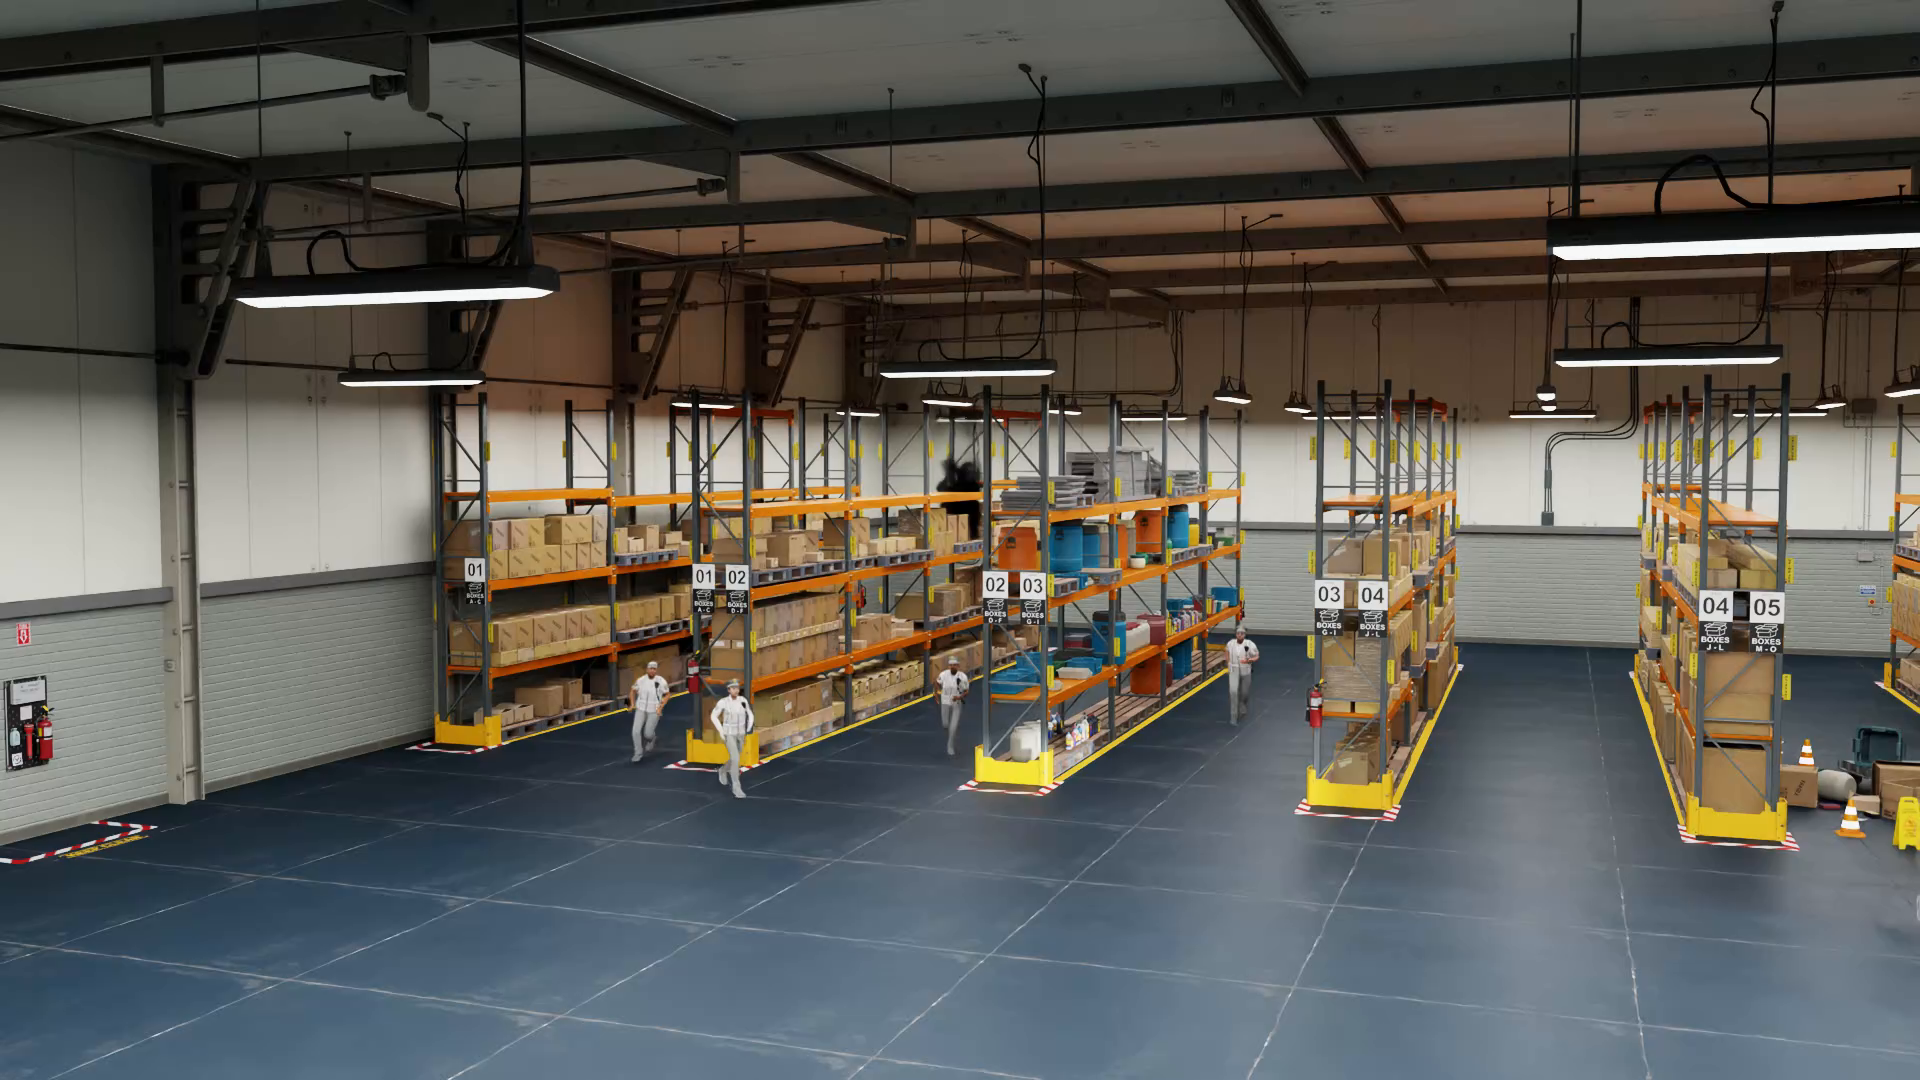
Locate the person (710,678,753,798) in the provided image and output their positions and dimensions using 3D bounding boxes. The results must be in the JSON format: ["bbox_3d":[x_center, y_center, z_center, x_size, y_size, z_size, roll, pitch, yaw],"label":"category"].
[{"bbox_3d":[-3.318,2.850,24.274,0.619,1.708,0.843,-2,4,-37],"label":"person"}]

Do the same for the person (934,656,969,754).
[{"bbox_3d":[-0.147,2.736,27.552,0.615,1.638,0.643,1,3,9],"label":"person"}]

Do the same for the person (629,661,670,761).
[{"bbox_3d":[-5.060,2.775,27.087,0.641,1.622,0.552,0,3,5],"label":"person"}]

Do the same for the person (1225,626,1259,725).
[{"bbox_3d":[5.236,2.488,30.864,0.625,1.832,1.047,1,3,10],"label":"person"}]
